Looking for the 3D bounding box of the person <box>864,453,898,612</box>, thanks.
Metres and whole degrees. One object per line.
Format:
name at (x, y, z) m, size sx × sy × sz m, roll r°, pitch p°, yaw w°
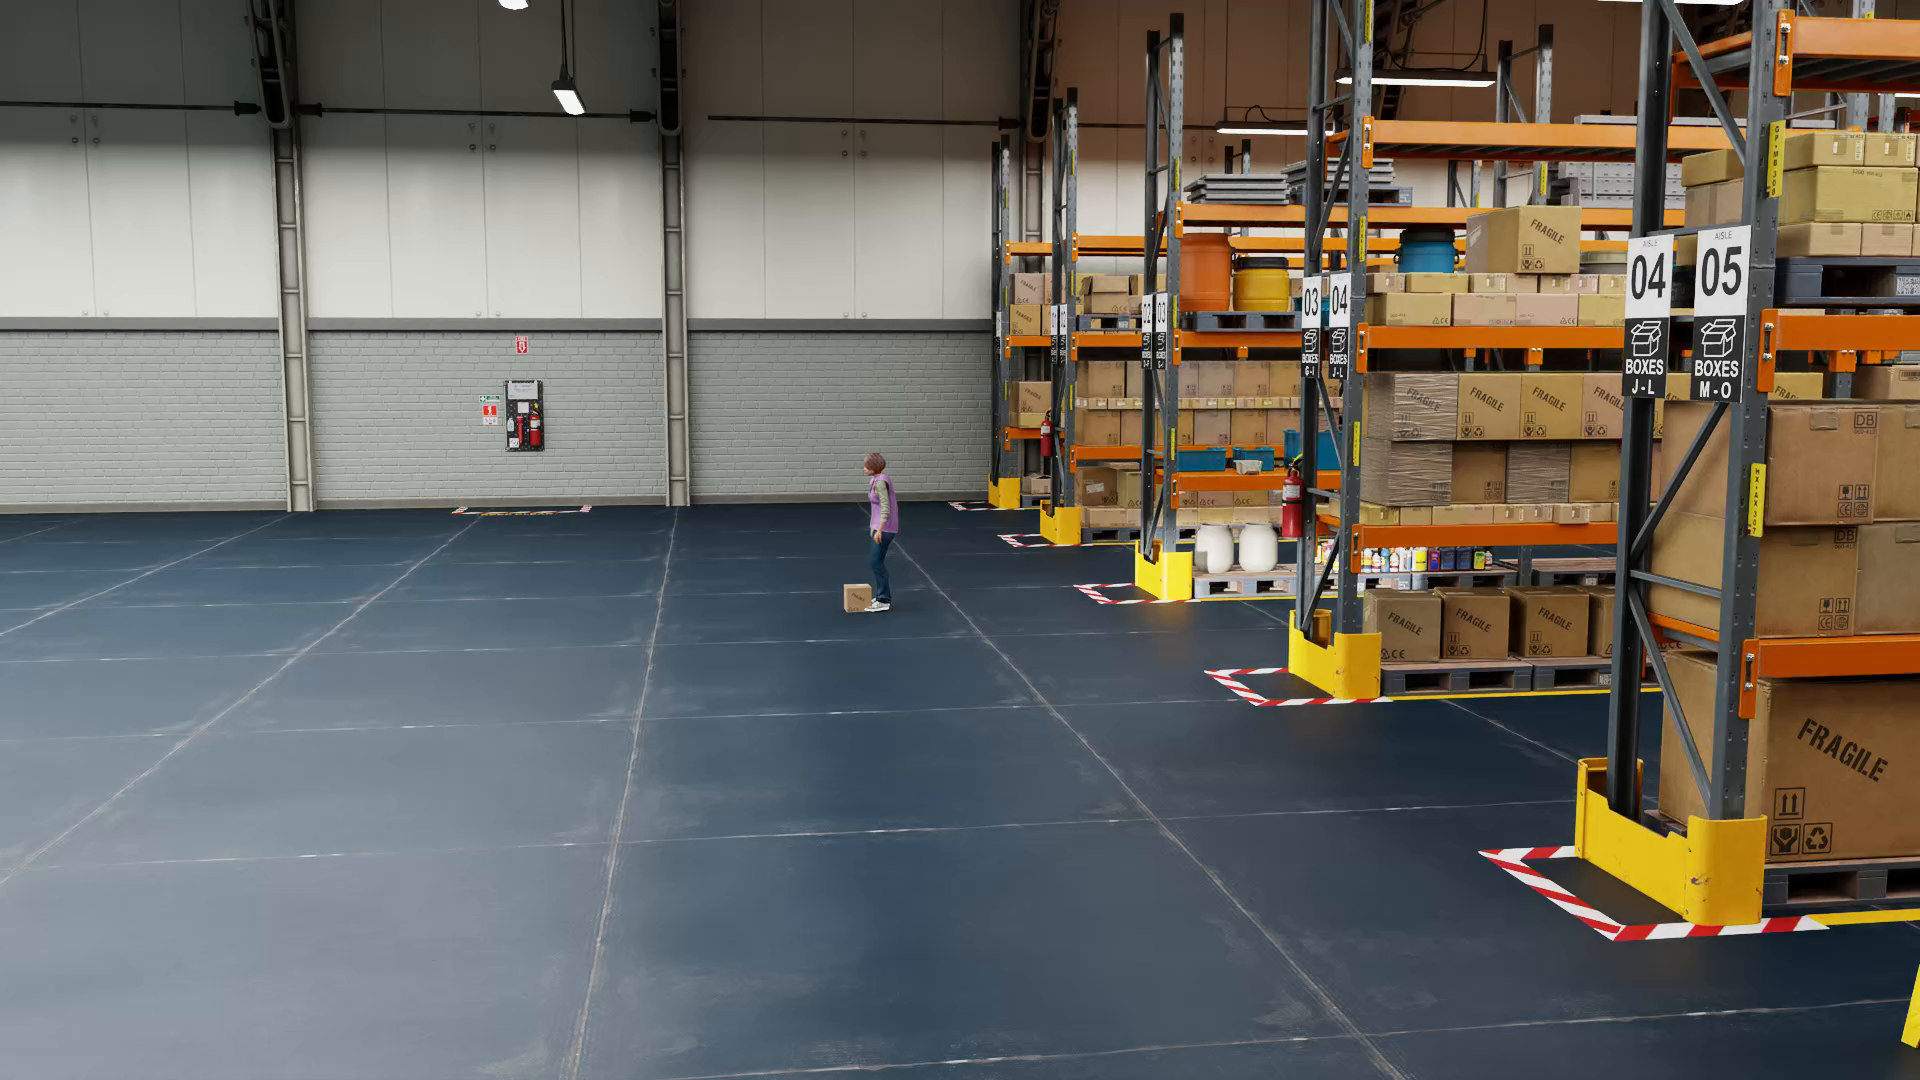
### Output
person at (-0.809, -0.063, 16.758) m, size 0.365 × 1.548 × 0.461 m, roll -1°, pitch 7°, yaw -8°
